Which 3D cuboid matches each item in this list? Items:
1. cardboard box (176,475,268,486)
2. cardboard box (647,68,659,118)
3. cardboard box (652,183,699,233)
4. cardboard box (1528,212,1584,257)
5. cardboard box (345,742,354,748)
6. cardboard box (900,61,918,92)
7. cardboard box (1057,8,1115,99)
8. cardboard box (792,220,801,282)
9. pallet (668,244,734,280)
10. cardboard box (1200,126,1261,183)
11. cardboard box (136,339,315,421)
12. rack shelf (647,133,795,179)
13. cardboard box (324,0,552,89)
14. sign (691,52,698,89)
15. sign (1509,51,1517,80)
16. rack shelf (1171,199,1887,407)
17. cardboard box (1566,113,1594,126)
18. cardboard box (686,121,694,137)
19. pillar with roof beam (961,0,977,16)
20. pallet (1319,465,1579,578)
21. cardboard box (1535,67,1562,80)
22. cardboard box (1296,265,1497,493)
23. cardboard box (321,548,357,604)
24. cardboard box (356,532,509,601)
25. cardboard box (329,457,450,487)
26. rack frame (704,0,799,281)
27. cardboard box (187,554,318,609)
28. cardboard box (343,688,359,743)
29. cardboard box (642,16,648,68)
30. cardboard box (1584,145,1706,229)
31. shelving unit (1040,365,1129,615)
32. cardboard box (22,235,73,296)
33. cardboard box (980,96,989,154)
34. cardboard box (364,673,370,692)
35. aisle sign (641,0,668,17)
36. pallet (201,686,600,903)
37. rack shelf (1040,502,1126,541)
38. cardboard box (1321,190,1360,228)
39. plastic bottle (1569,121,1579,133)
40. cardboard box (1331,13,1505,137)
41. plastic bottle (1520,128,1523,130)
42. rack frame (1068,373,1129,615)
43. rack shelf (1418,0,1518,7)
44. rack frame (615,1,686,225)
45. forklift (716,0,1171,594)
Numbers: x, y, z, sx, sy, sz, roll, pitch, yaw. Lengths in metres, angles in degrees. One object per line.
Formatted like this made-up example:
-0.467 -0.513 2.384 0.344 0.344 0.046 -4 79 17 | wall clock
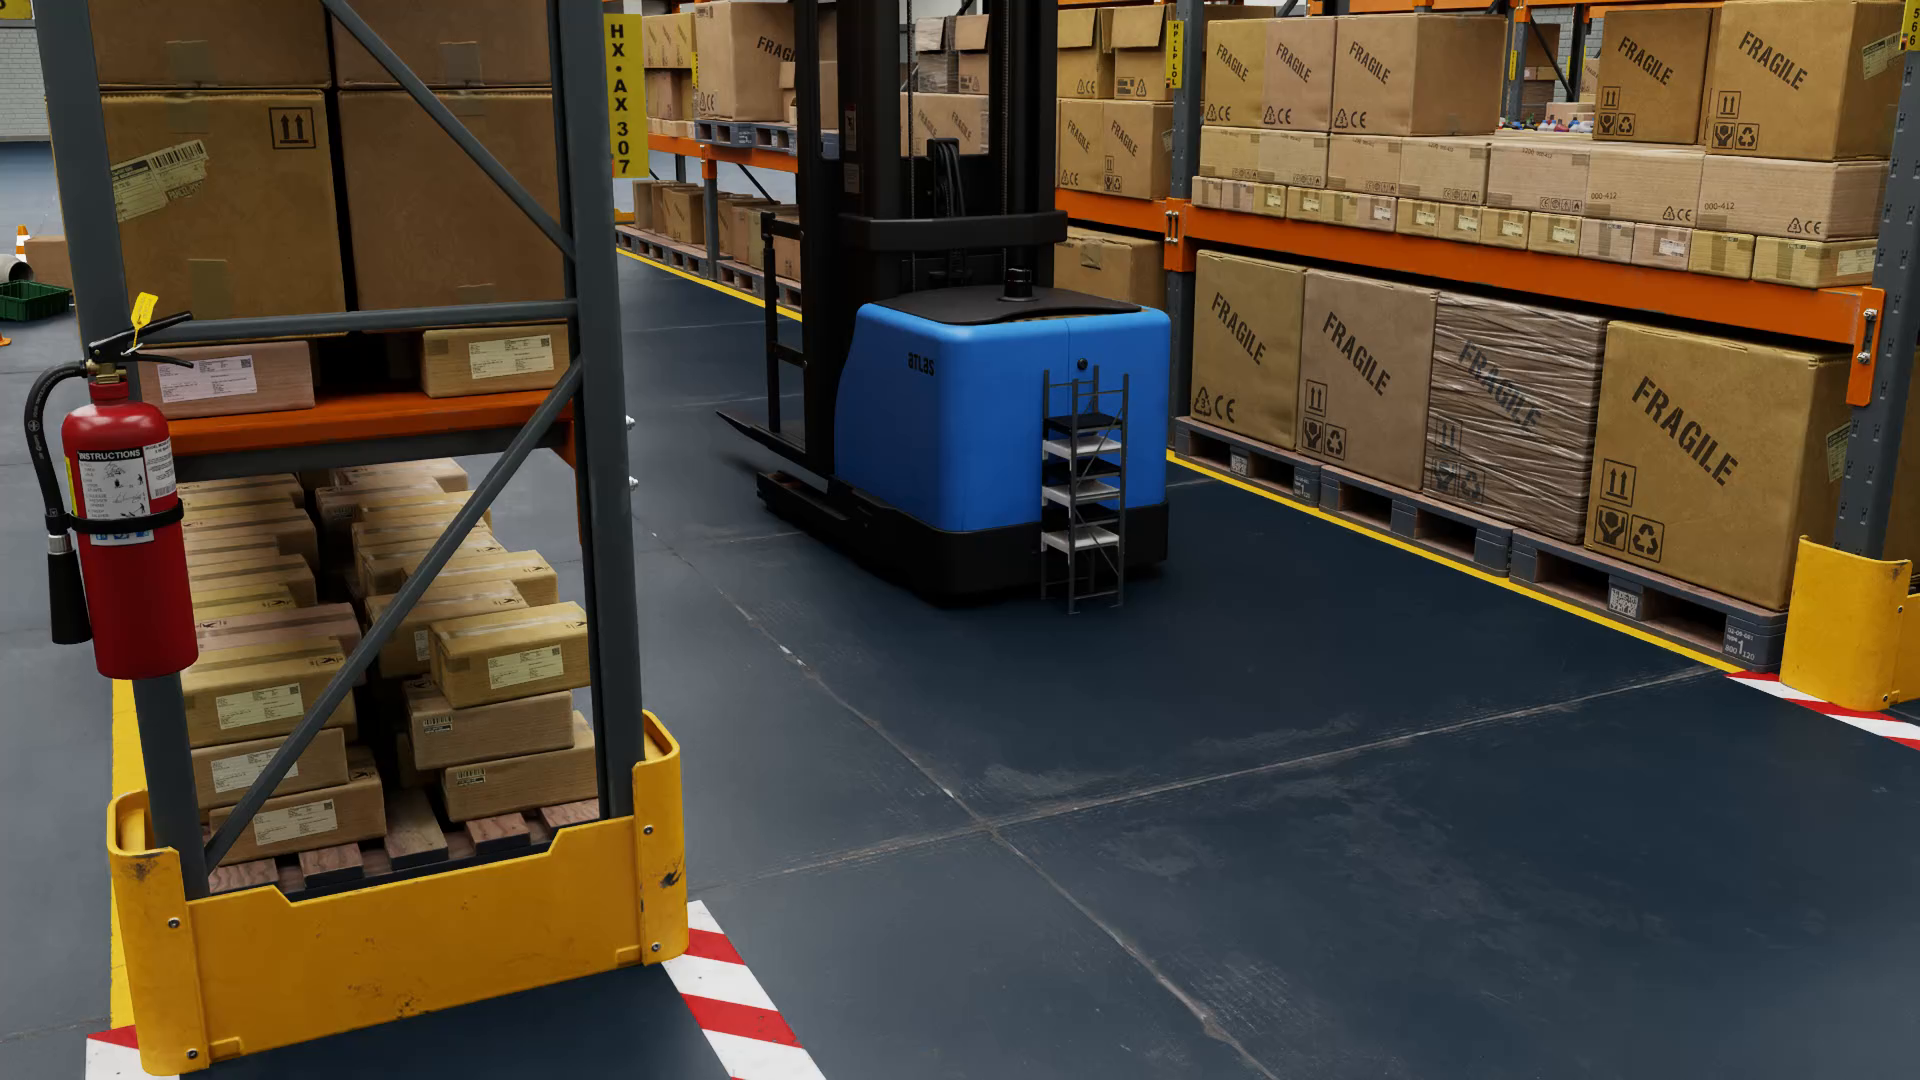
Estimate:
-2.576 -0.160 5.700 0.380 0.149 0.250 -7 18 -24 | cardboard box
-2.758 -4.658 17.323 0.875 0.500 0.500 -8 18 -25 | cardboard box
-3.138 -3.670 18.371 0.500 0.500 0.500 -3 16 -10 | cardboard box
2.419 -1.184 6.393 0.380 0.149 0.250 -8 18 -26 | cardboard box
-1.843 0.507 4.453 0.380 0.149 0.250 -8 18 -25 | cardboard box
-0.457 -3.366 12.598 0.500 0.500 0.500 -10 19 -32 | cardboard box
0.990 -2.854 9.758 0.797 0.503 0.637 -7 18 -24 | cardboard box
-1.005 -2.436 14.036 0.700 0.500 0.500 -6 17 -20 | cardboard box
-2.263 -2.800 16.627 1.003 0.211 1.213 -8 18 -25 | pallet
1.538 -1.918 8.228 0.500 0.250 0.500 -8 18 -26 | cardboard box
-1.580 -0.355 3.504 0.380 0.149 0.250 -8 18 -25 | cardboard box
-2.813 -4.129 17.504 1.077 0.370 4.000 -8 18 -25 | rack shelf
-1.141 -1.244 3.614 0.500 0.500 0.500 -8 18 -25 | cardboard box
-2.422 -4.327 15.322 0.100 0.325 0.005 -8 18 -25 | sign
6.471 -5.561 19.480 0.100 0.325 0.005 -8 18 -25 | sign
2.444 -1.153 7.135 1.077 0.370 4.000 -8 18 -25 | rack shelf
7.174 -4.810 19.028 0.380 0.149 0.250 -8 18 -25 | cardboard box
-2.452 -4.008 16.235 0.380 0.149 0.250 -8 18 -25 | cardboard box
-3.631 -15.011 43.247 9.100 9.000 0.400 -8 18 -25 | pillar with roof beam
2.369 -0.154 7.403 1.003 0.211 1.213 -8 18 -25 | pallet
7.026 -5.625 20.055 0.380 0.149 0.250 -8 18 -25 | cardboard box
2.179 -0.779 7.618 0.875 0.875 0.875 -8 18 -25 | cardboard box
-1.810 0.118 5.270 0.380 0.149 0.250 -7 17 -22 | cardboard box
-1.514 0.100 4.794 0.380 0.149 0.250 -9 18 -28 | cardboard box
-2.037 -0.232 5.950 0.380 0.149 0.250 -9 18 -28 | cardboard box
-1.937 -3.979 15.677 1.000 3.000 0.127 -8 18 -25 | rack frame
-1.985 0.163 4.573 0.380 0.149 0.250 -8 18 -27 | cardboard box
-1.737 0.429 4.185 0.380 0.149 0.250 -8 18 -26 | cardboard box
-3.036 -5.101 17.054 0.500 0.500 0.500 -8 18 -25 | cardboard box
2.647 -1.288 6.033 0.500 0.250 0.500 -8 18 -26 | cardboard box
0.467 -0.190 6.283 0.258 0.900 0.210 -8 18 -27 | shelving unit
-8.043 -2.465 14.929 0.500 0.500 0.500 -5 17 -15 | cardboard box
0.456 -2.503 10.353 0.500 0.500 0.500 -8 18 -25 | cardboard box
-1.639 0.327 5.080 0.380 0.149 0.250 -8 18 -25 | cardboard box
-3.447 -6.272 18.954 0.394 0.787 0.004 -8 18 -25 | aisle sign
-1.541 0.687 4.474 1.003 0.211 1.213 -8 18 -25 | pallet
0.467 -0.072 6.317 0.258 0.077 0.200 -8 18 -27 | rack shelf
1.858 -1.502 7.501 0.380 0.149 0.250 -8 18 -26 | cardboard box
4.699 -3.059 12.704 0.097 0.271 0.097 0 16 0 | plastic bottle
1.988 -2.025 7.242 0.500 0.500 0.500 -8 18 -27 | cardboard box
4.454 -3.164 13.197 0.097 0.201 0.097 0 16 0 | plastic bottle
0.515 -0.166 6.197 0.240 0.900 0.006 -8 18 -27 | rack frame
5.144 -4.185 12.263 1.077 0.370 4.000 -8 18 -25 | rack shelf
-3.690 -4.970 19.133 1.000 3.000 0.127 -8 18 -25 | rack frame
-0.295 -1.562 7.381 1.130 2.935 3.031 -8 18 -27 | forklift
